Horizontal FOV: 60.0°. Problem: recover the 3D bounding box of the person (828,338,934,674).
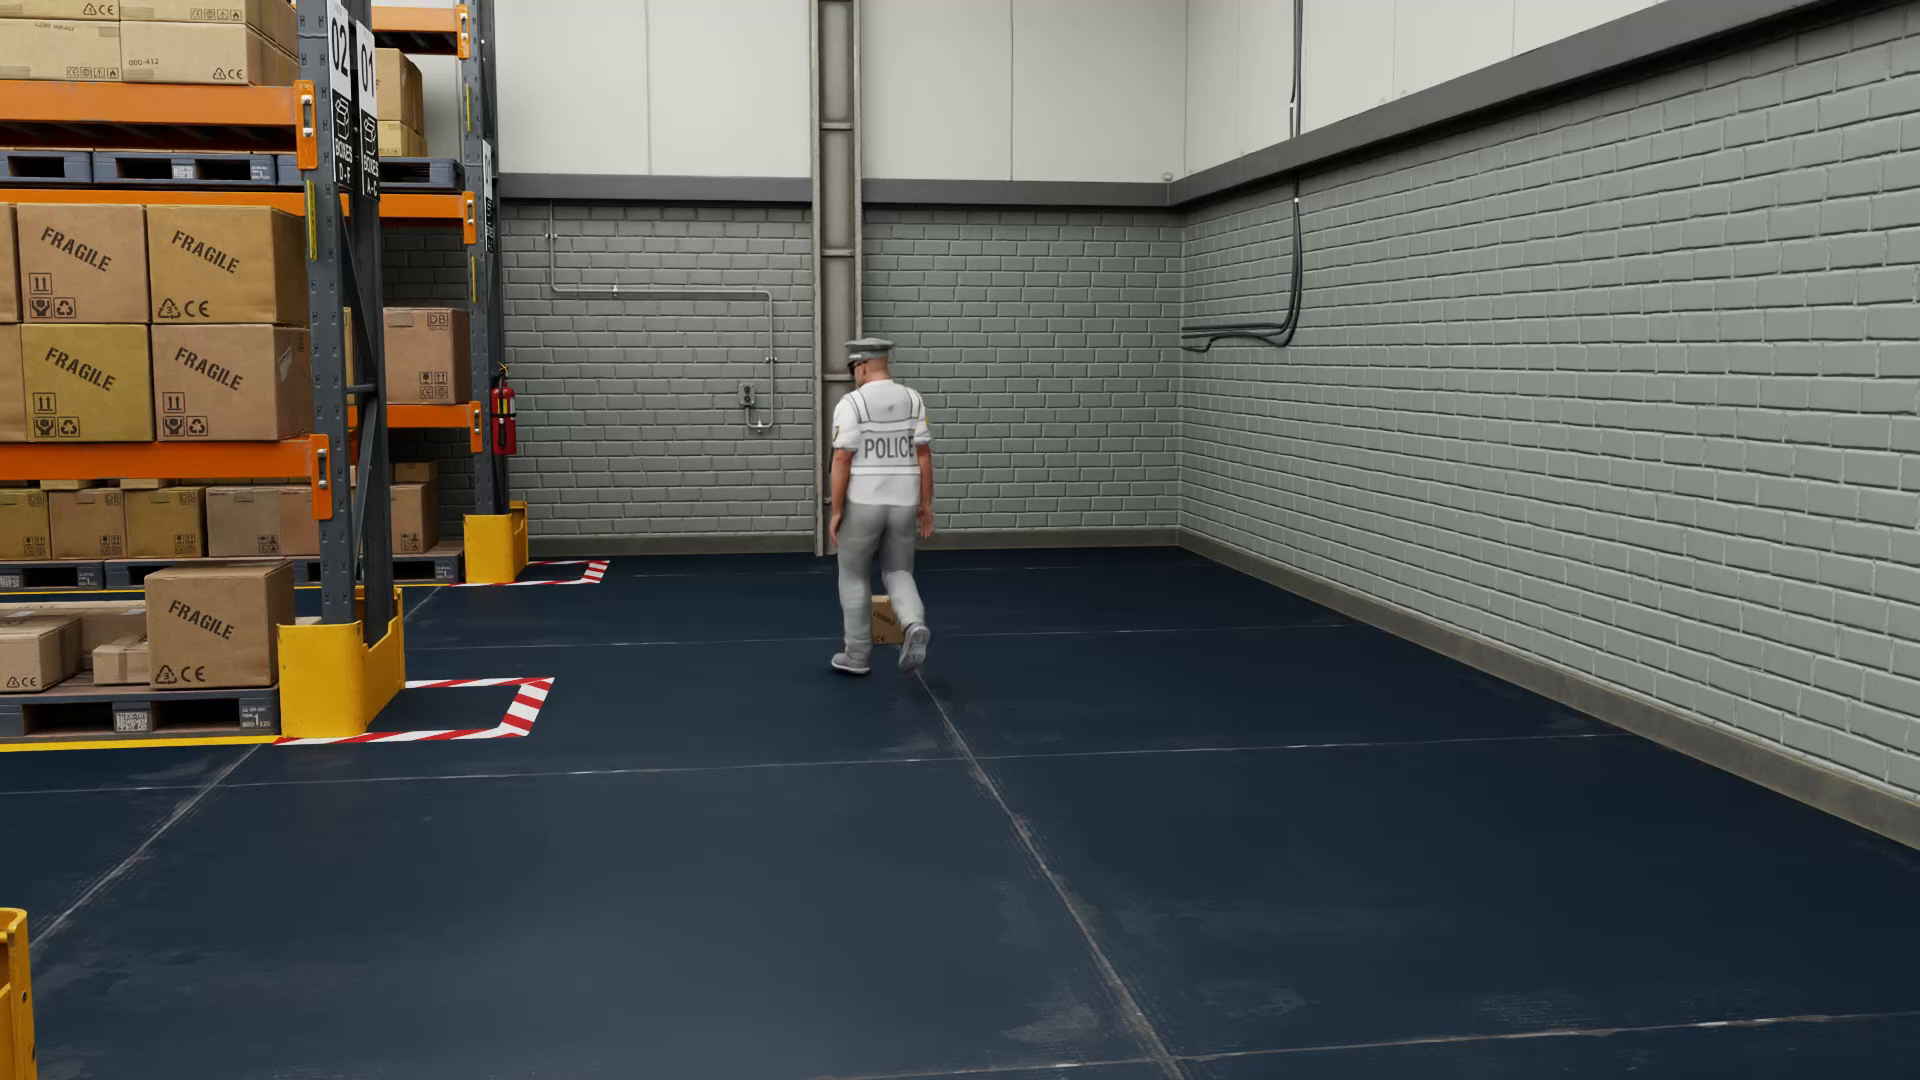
[{"bbox_3d":[-0.414,-0.167,8.563,0.570,1.733,0.676,-3,7,-28],"label":"person"}]
